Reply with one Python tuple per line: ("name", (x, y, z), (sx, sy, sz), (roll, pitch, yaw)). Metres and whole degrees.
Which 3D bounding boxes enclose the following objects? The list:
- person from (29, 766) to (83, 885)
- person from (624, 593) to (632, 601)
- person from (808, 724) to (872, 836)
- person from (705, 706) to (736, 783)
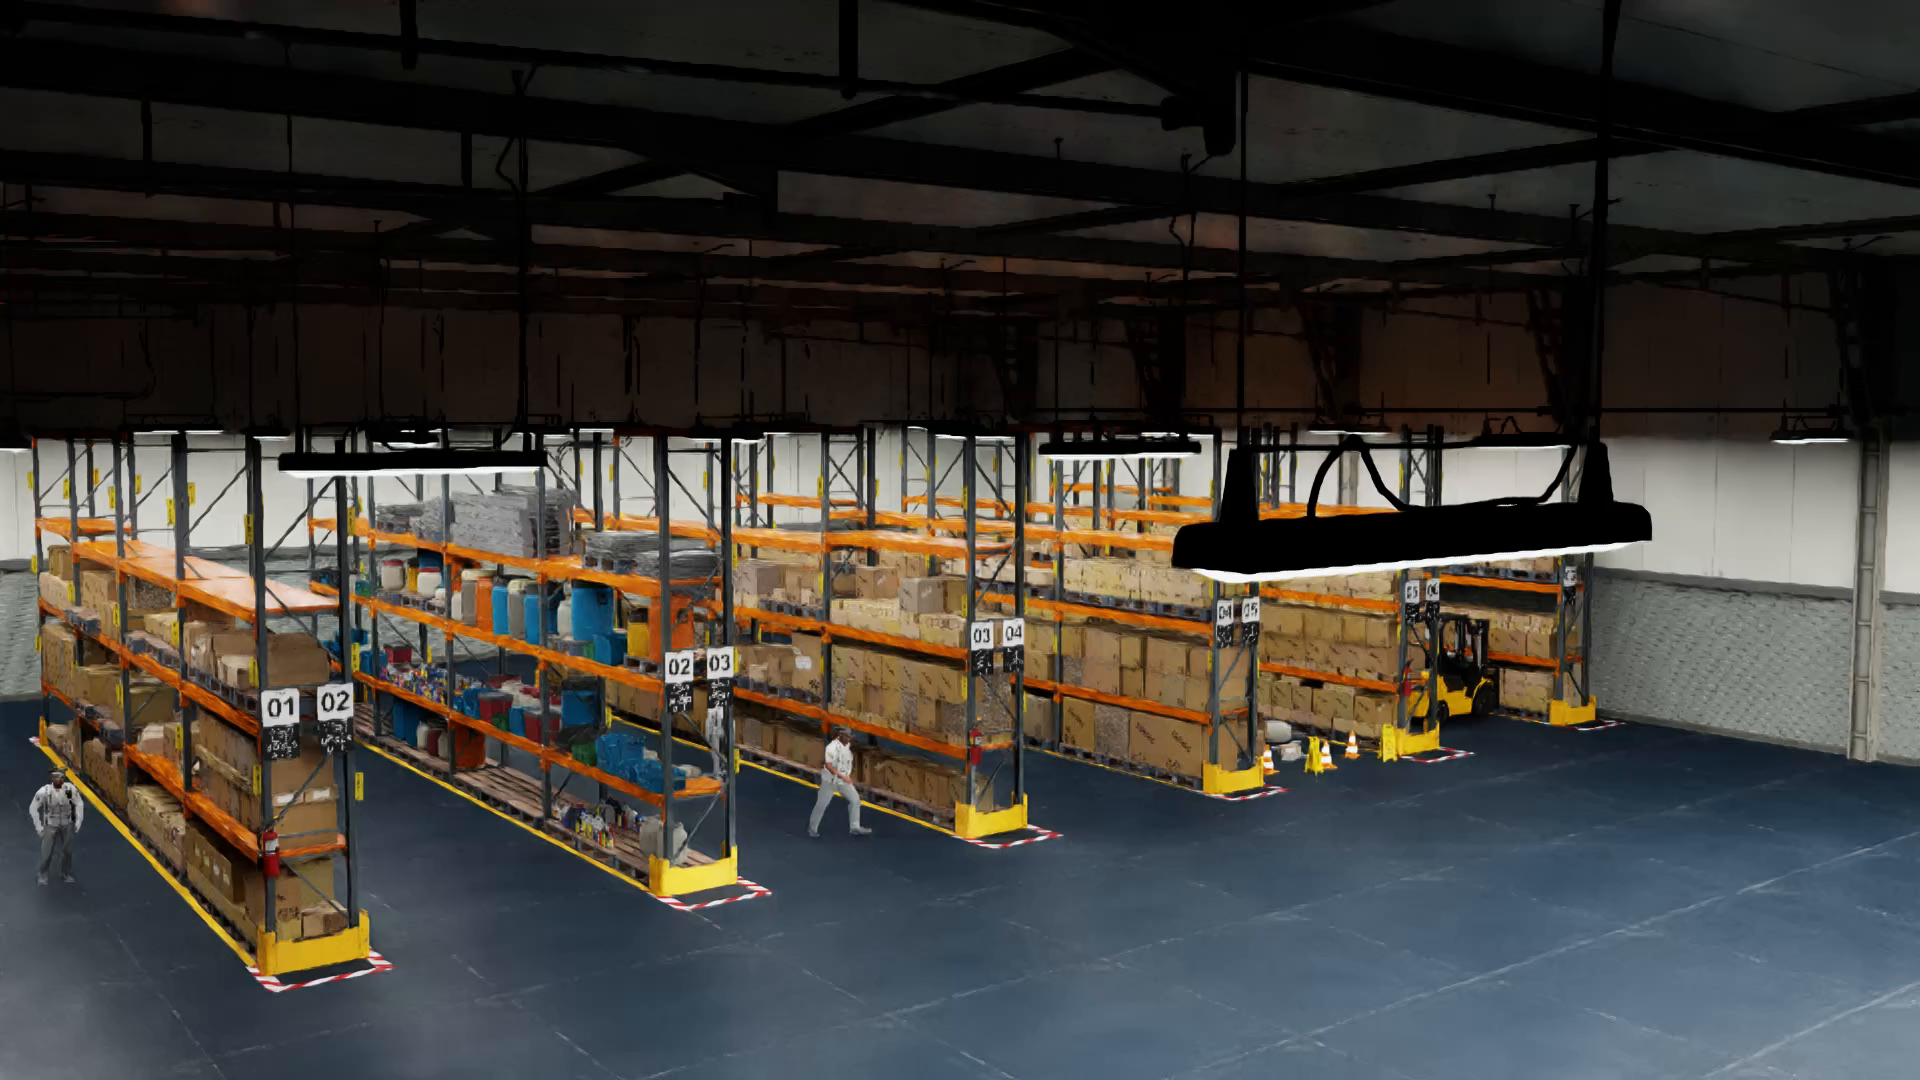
("person", (-12.018, 3.785, 22.139), (0.639, 1.632, 0.512), (-4, 6, -39))
("person", (-8.624, 2.144, 43.061), (0.456, 1.589, 1.088), (-3, 5, -34))
("person", (-1.825, 3.540, 24.676), (0.857, 1.693, 0.701), (3, 6, 37))
("person", (-4.045, 3.291, 28.181), (0.481, 1.621, 0.977), (-2, 5, -28))
